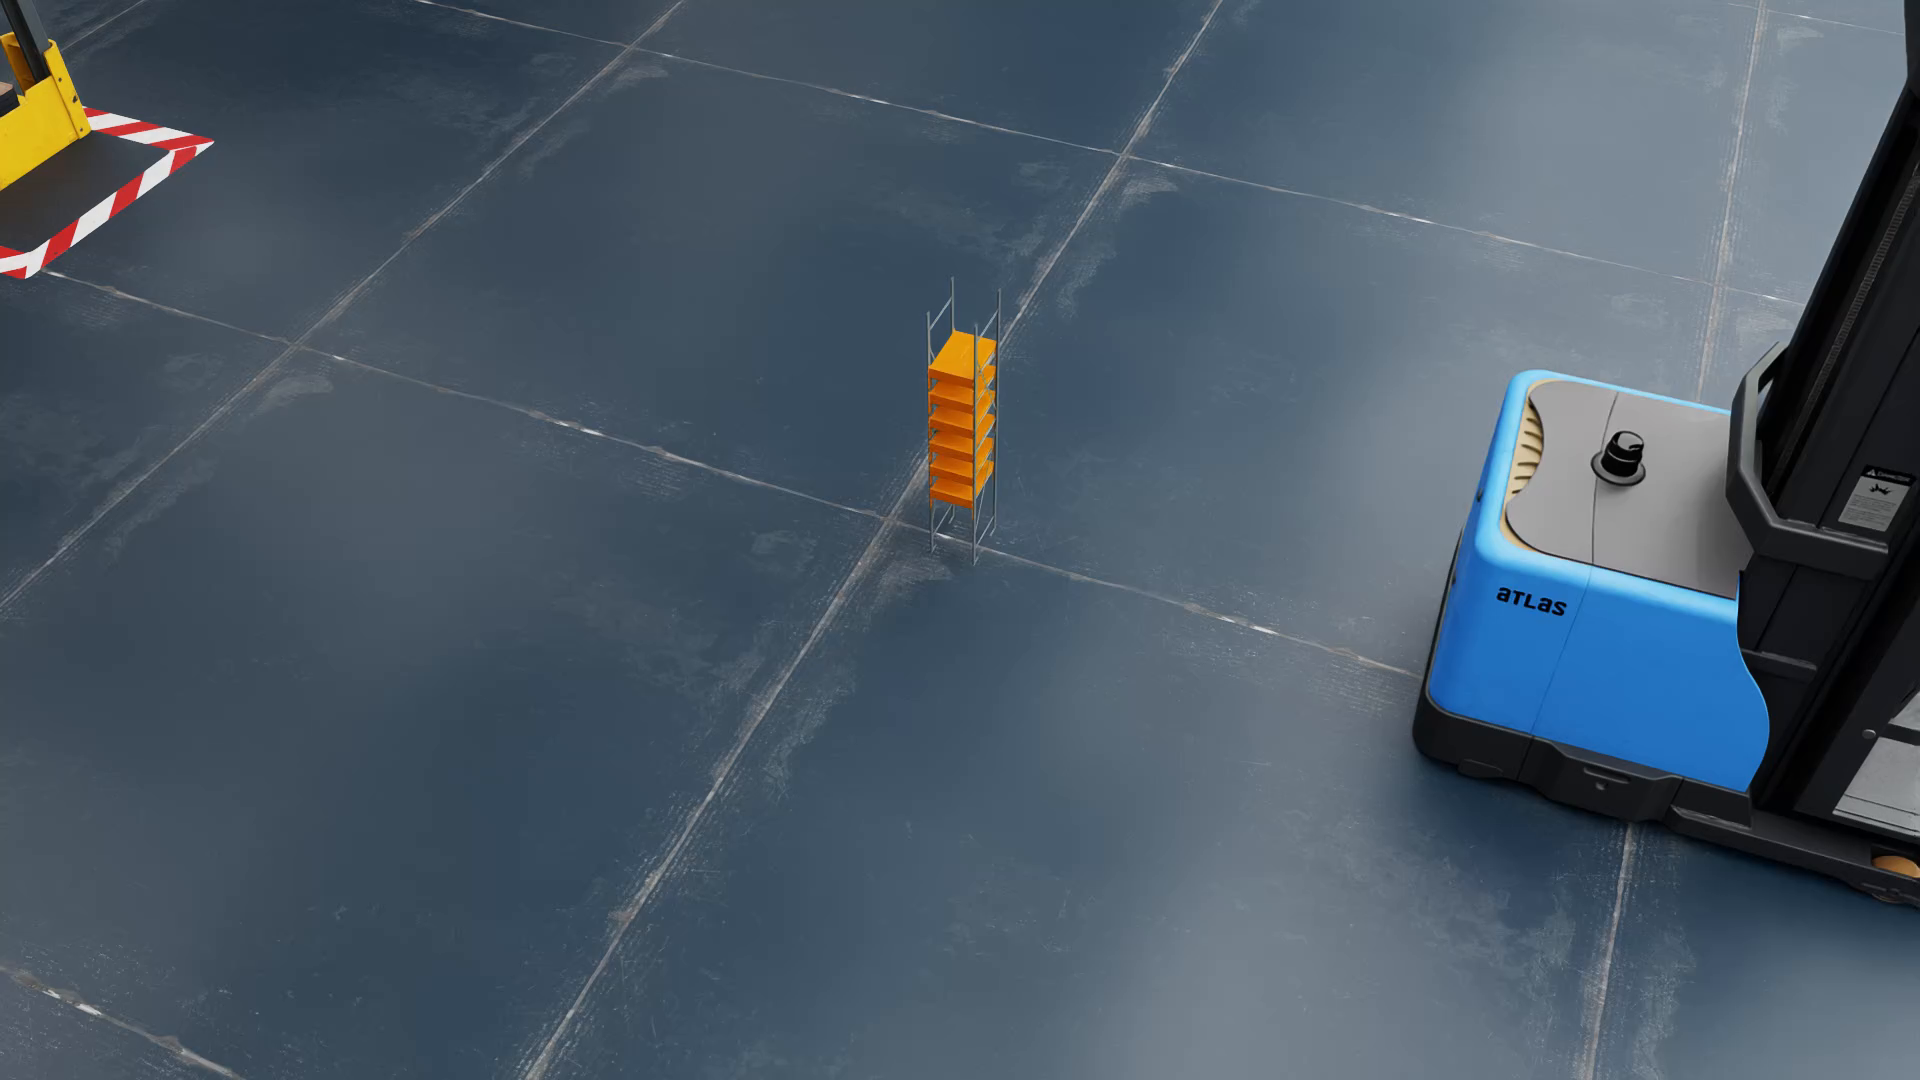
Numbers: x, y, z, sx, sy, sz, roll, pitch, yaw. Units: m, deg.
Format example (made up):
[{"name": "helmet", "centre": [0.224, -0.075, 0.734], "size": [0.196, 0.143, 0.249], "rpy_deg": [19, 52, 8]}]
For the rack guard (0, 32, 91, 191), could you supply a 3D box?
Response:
[{"name": "rack guard", "centre": [-5.051, -2.072, 8.478], "size": [0.348, 0.500, 1.175], "rpy_deg": [16, 47, 16]}]

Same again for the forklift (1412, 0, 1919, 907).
[{"name": "forklift", "centre": [3.188, -0.211, 4.884], "size": [3.031, 2.935, 1.130], "rpy_deg": [15, 47, 14]}]

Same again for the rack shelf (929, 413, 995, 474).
[{"name": "rack shelf", "centre": [0.013, -0.390, 6.354], "size": [0.180, 0.103, 0.258], "rpy_deg": [16, 47, 16]}]

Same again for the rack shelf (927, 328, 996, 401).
[{"name": "rack shelf", "centre": [0.013, -0.645, 6.100], "size": [0.180, 0.103, 0.258], "rpy_deg": [16, 47, 16]}]

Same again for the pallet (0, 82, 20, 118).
[{"name": "pallet", "centre": [-5.798, -2.194, 8.806], "size": [1.213, 0.211, 1.003], "rpy_deg": [16, 47, 16]}]

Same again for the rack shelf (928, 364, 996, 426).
[{"name": "rack shelf", "centre": [0.013, -0.560, 6.185], "size": [0.180, 0.103, 0.258], "rpy_deg": [16, 47, 16]}]

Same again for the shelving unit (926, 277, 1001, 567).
[{"name": "shelving unit", "centre": [0.013, -0.421, 6.323], "size": [0.189, 1.200, 0.258], "rpy_deg": [16, 47, 16]}]

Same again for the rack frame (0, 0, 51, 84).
[{"name": "rack frame", "centre": [-4.962, -2.968, 7.607], "size": [0.127, 3.000, 1.000], "rpy_deg": [16, 47, 16]}]

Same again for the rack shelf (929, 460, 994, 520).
[{"name": "rack shelf", "centre": [0.013, -0.220, 6.523], "size": [0.180, 0.103, 0.258], "rpy_deg": [16, 47, 16]}]

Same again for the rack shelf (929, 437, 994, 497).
[{"name": "rack shelf", "centre": [0.013, -0.305, 6.439], "size": [0.180, 0.103, 0.258], "rpy_deg": [16, 47, 16]}]

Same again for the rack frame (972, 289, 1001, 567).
[{"name": "rack frame", "centre": [0.098, -0.397, 6.298], "size": [0.006, 1.200, 0.240], "rpy_deg": [16, 47, 16]}]

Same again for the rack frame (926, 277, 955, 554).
[{"name": "rack frame", "centre": [-0.071, -0.446, 6.348], "size": [0.006, 1.200, 0.240], "rpy_deg": [16, 47, 16]}]

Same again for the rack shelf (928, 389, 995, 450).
[{"name": "rack shelf", "centre": [0.013, -0.475, 6.270], "size": [0.180, 0.103, 0.258], "rpy_deg": [16, 47, 16]}]
